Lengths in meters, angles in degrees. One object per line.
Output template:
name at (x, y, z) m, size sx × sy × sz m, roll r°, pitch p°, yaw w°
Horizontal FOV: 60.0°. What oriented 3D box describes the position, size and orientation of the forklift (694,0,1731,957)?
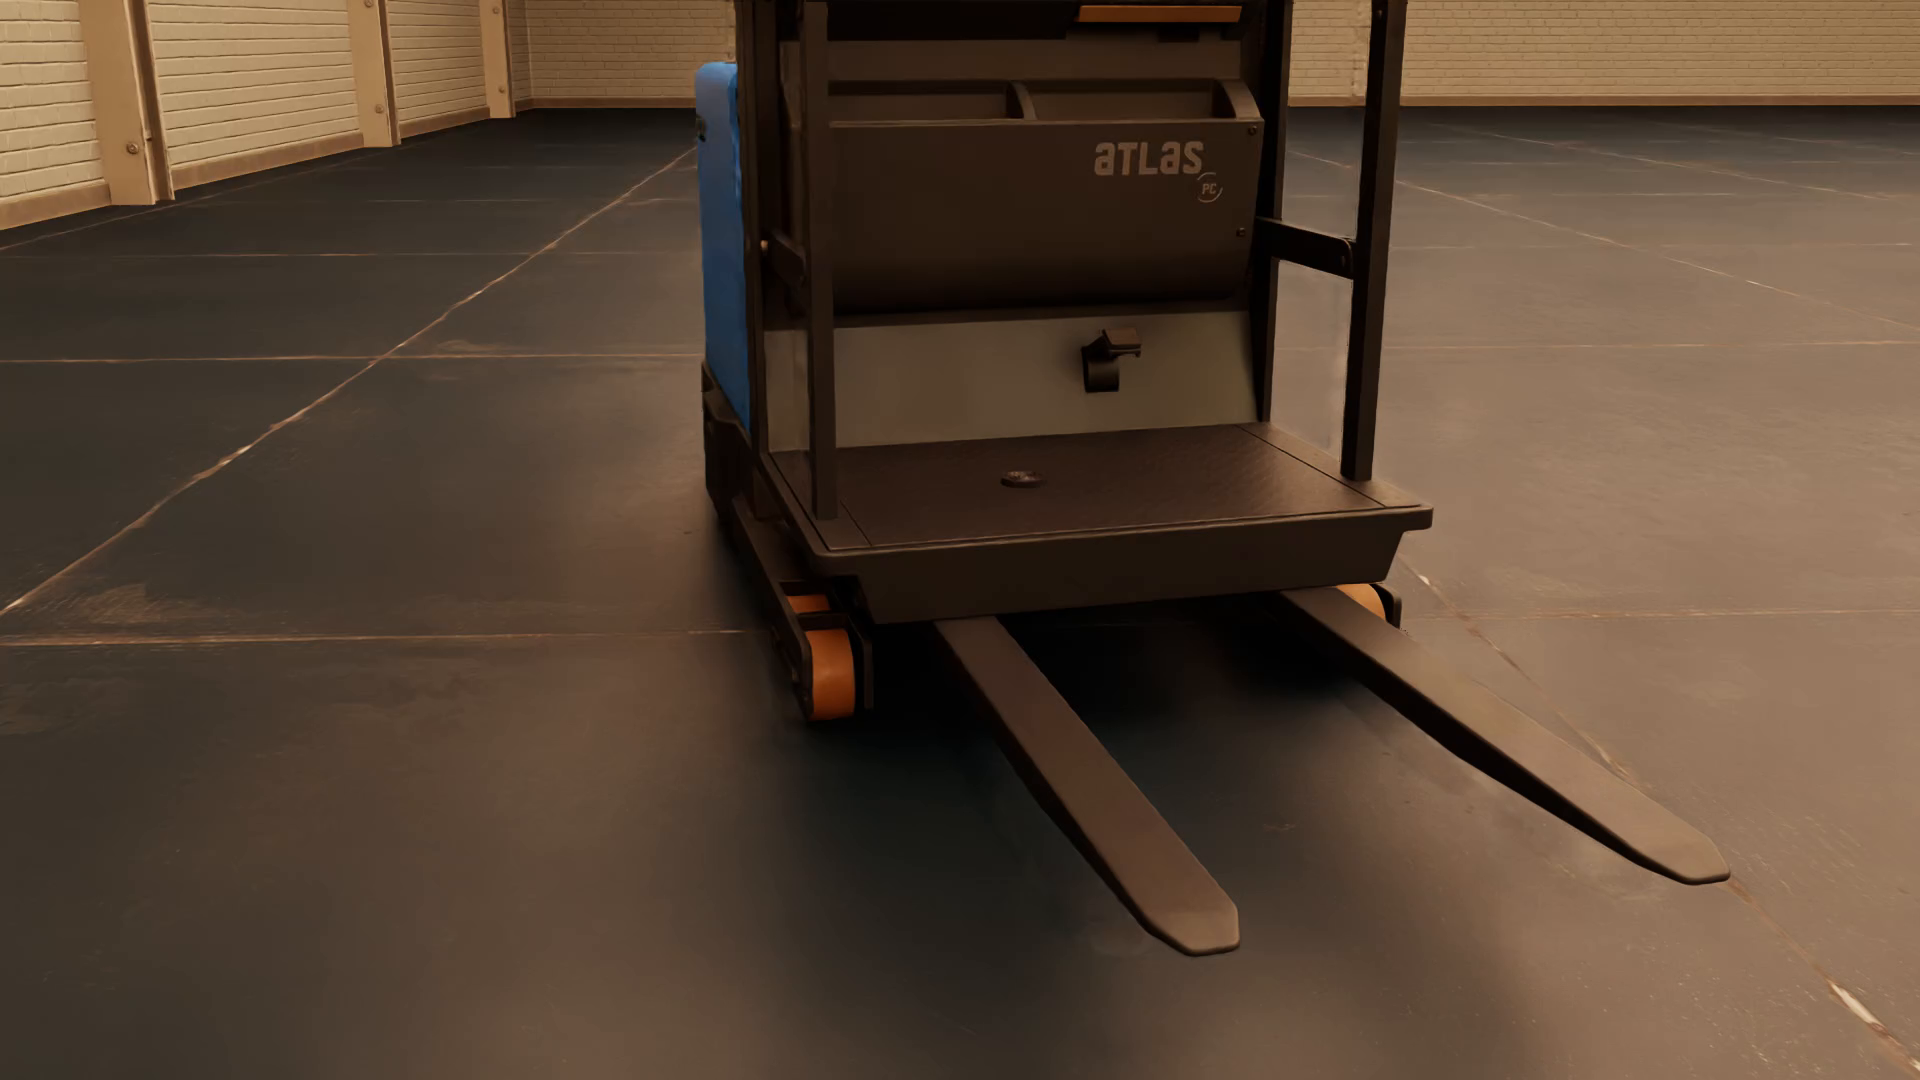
forklift at (0.181, -1.209, 2.860) m, size 1.130 × 2.935 × 3.031 m, roll -4°, pitch 18°, yaw -14°
